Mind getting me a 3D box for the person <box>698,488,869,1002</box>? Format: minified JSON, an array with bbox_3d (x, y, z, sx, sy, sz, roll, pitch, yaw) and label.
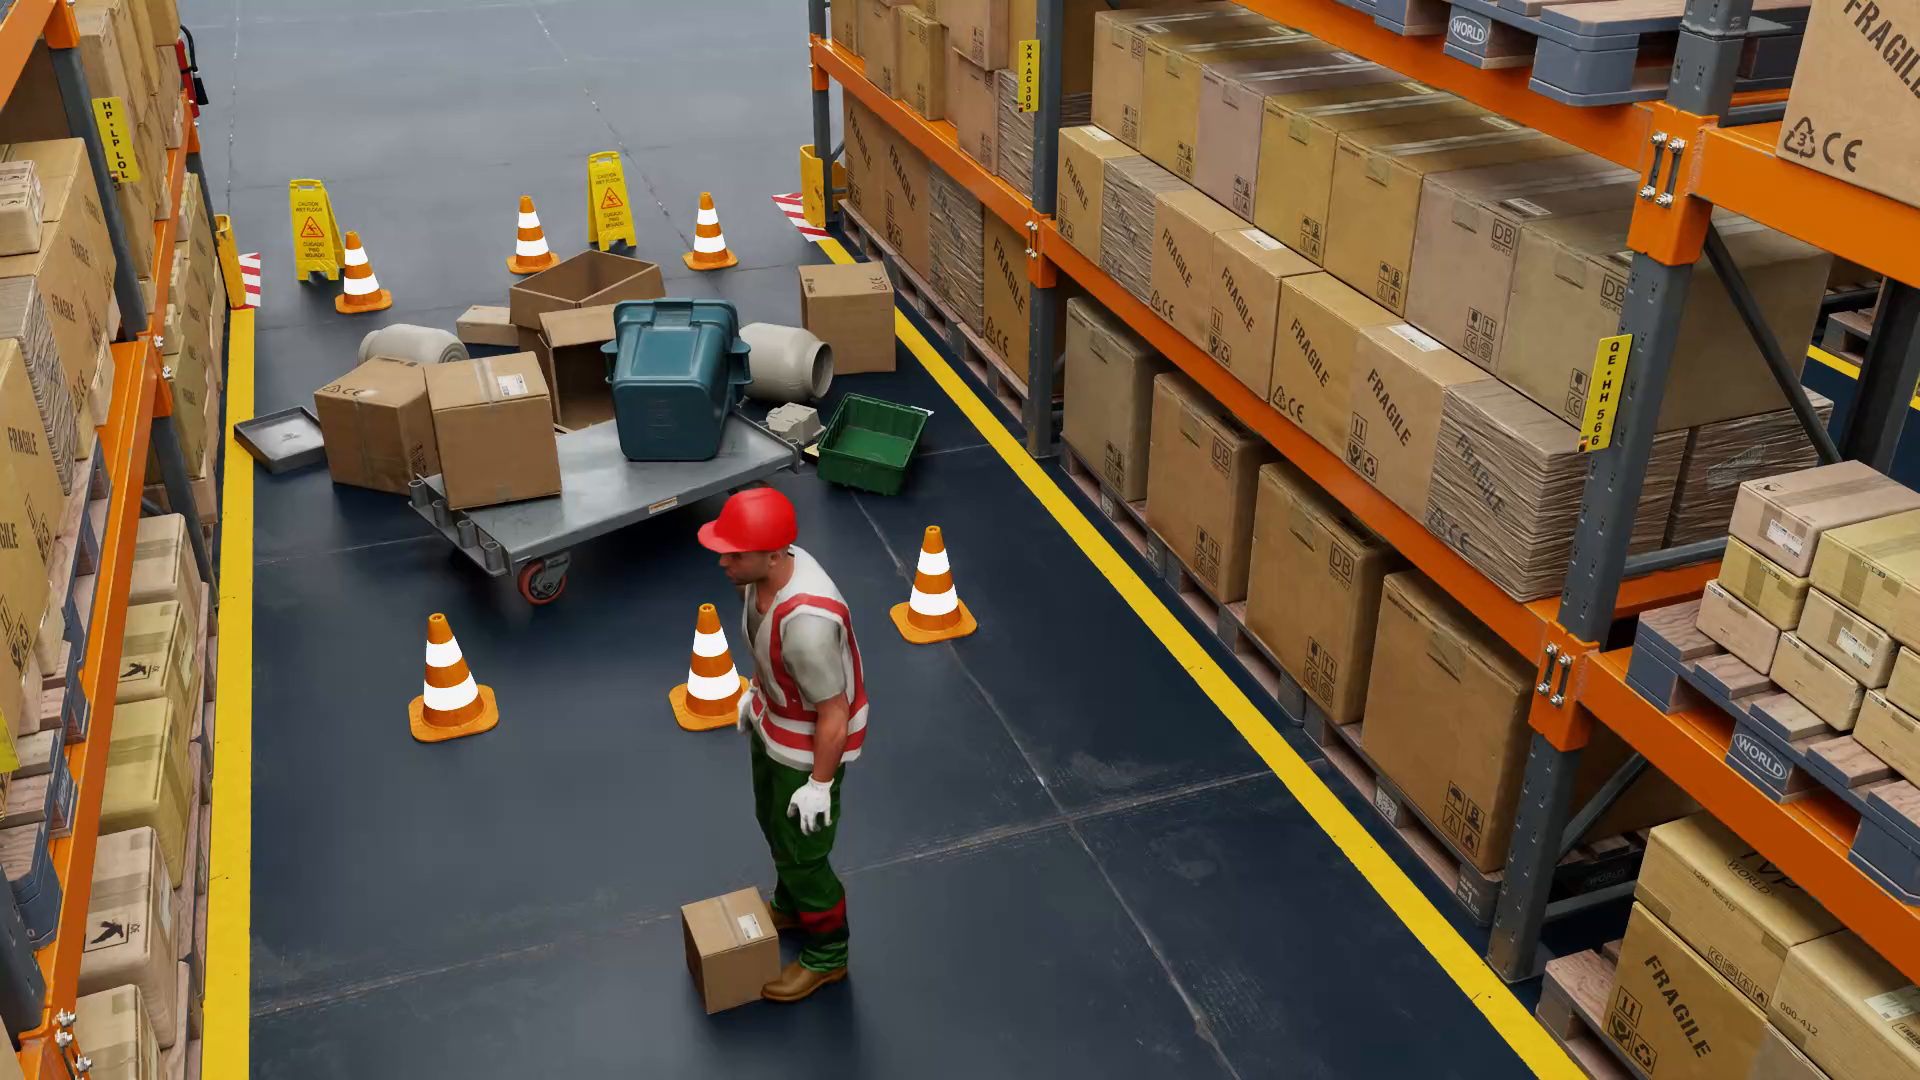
[{"bbox_3d":[-0.520,0.615,5.030,0.452,1.778,0.618,-12,32,-21],"label":"person"}]
